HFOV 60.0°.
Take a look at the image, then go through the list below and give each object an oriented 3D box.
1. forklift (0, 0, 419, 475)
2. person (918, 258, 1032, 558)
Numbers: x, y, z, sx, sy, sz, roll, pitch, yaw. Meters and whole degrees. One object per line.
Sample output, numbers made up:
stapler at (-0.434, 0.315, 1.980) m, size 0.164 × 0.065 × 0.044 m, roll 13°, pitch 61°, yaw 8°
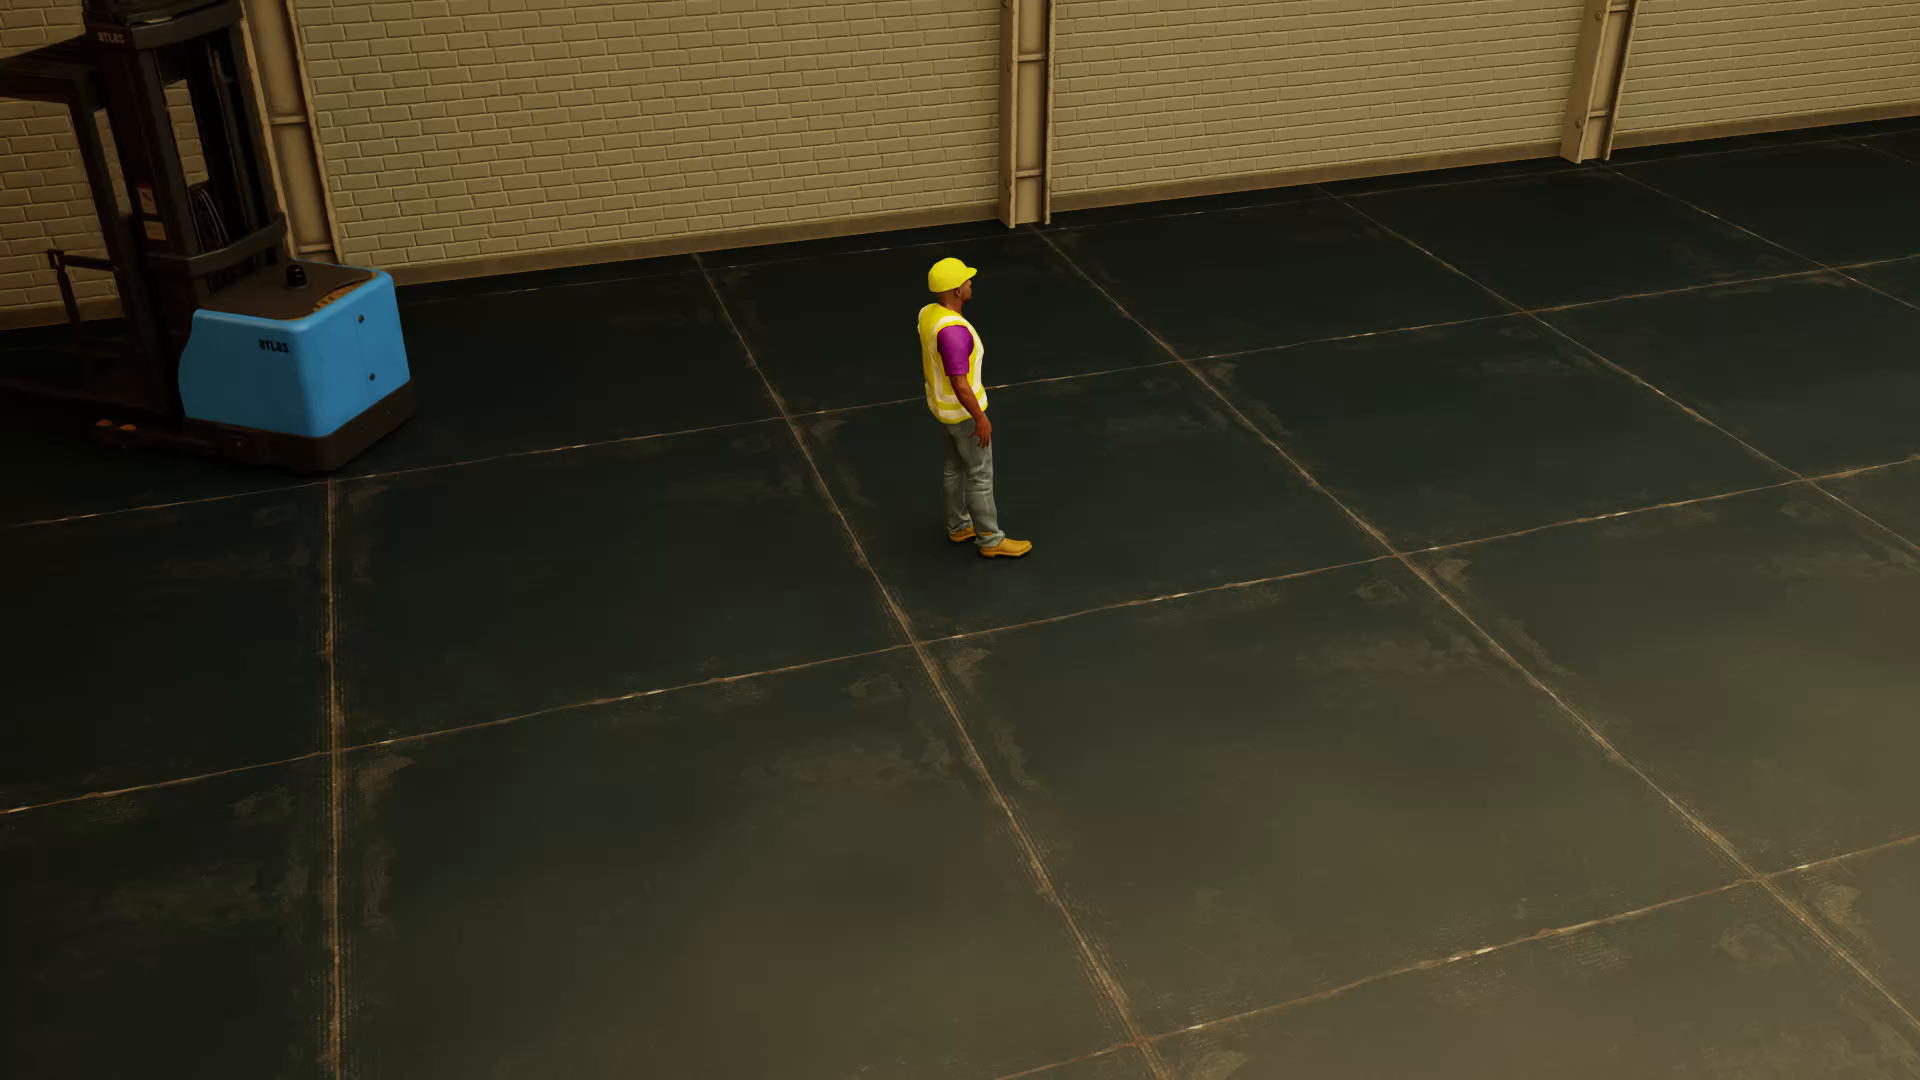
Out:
forklift at (-5.296, -2.112, 10.759) m, size 3.031 × 2.935 × 1.130 m, roll 9°, pitch 31°, yaw 16°
person at (0.068, -0.780, 9.597) m, size 0.575 × 1.768 × 0.665 m, roll -10°, pitch 31°, yaw -16°
